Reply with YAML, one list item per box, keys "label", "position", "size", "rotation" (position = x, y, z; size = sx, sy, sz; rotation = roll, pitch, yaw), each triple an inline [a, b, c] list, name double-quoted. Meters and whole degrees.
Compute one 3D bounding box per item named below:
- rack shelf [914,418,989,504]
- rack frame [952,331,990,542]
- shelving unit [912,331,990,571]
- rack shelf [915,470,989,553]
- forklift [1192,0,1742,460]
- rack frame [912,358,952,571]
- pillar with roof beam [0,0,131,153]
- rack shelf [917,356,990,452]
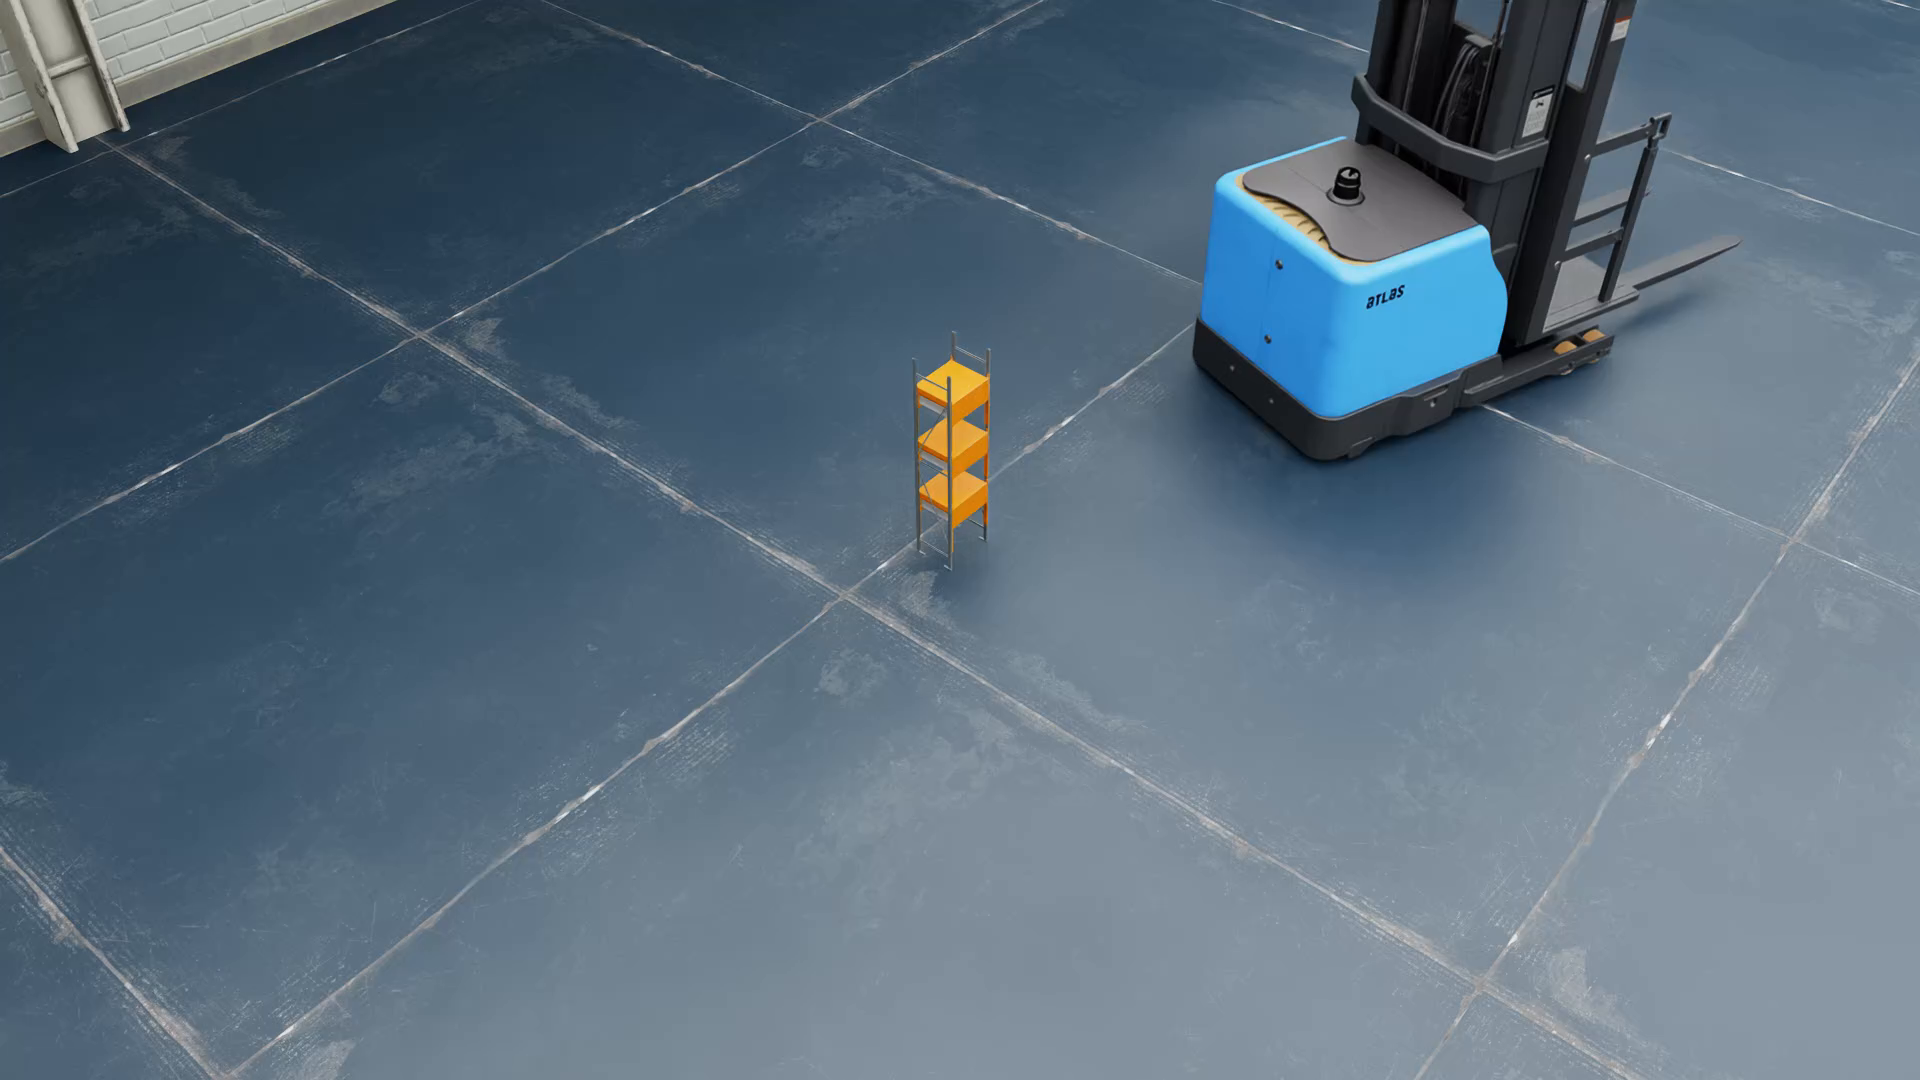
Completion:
- label: "rack shelf"
  position: [-0.034, -0.353, 7.056]
  size: [0.215, 0.259, 0.240]
  rotation: [29, 50, 28]
- label: "rack frame"
  position: [0.044, -0.424, 7.118]
  size: [0.200, 1.050, 0.008]
  rotation: [29, 50, 28]
- label: "shelving unit"
  position: [-0.034, -0.361, 7.049]
  size: [0.215, 1.050, 0.252]
  rotation: [29, 50, 28]
- label: "rack shelf"
  position: [-0.034, -0.147, 7.243]
  size: [0.215, 0.259, 0.240]
  rotation: [29, 50, 28]
- label: "forklift"
  position: [2.697, -2.197, 7.670]
  size: [3.031, 2.935, 1.130]
  rotation: [-22, 47, -22]
- label: "rack frame"
  position: [-0.113, -0.298, 6.980]
  size: [0.200, 1.050, 0.008]
  rotation: [29, 50, 28]
- label: "pillar with roof beam"
  position: [-2.040, -3.957, 5.095]
  size: [9.100, 9.000, 0.400]
  rotation: [29, 50, 28]
- label: "rack shelf"
  position: [-0.034, -0.563, 6.865]
  size: [0.215, 0.259, 0.240]
  rotation: [29, 50, 28]
